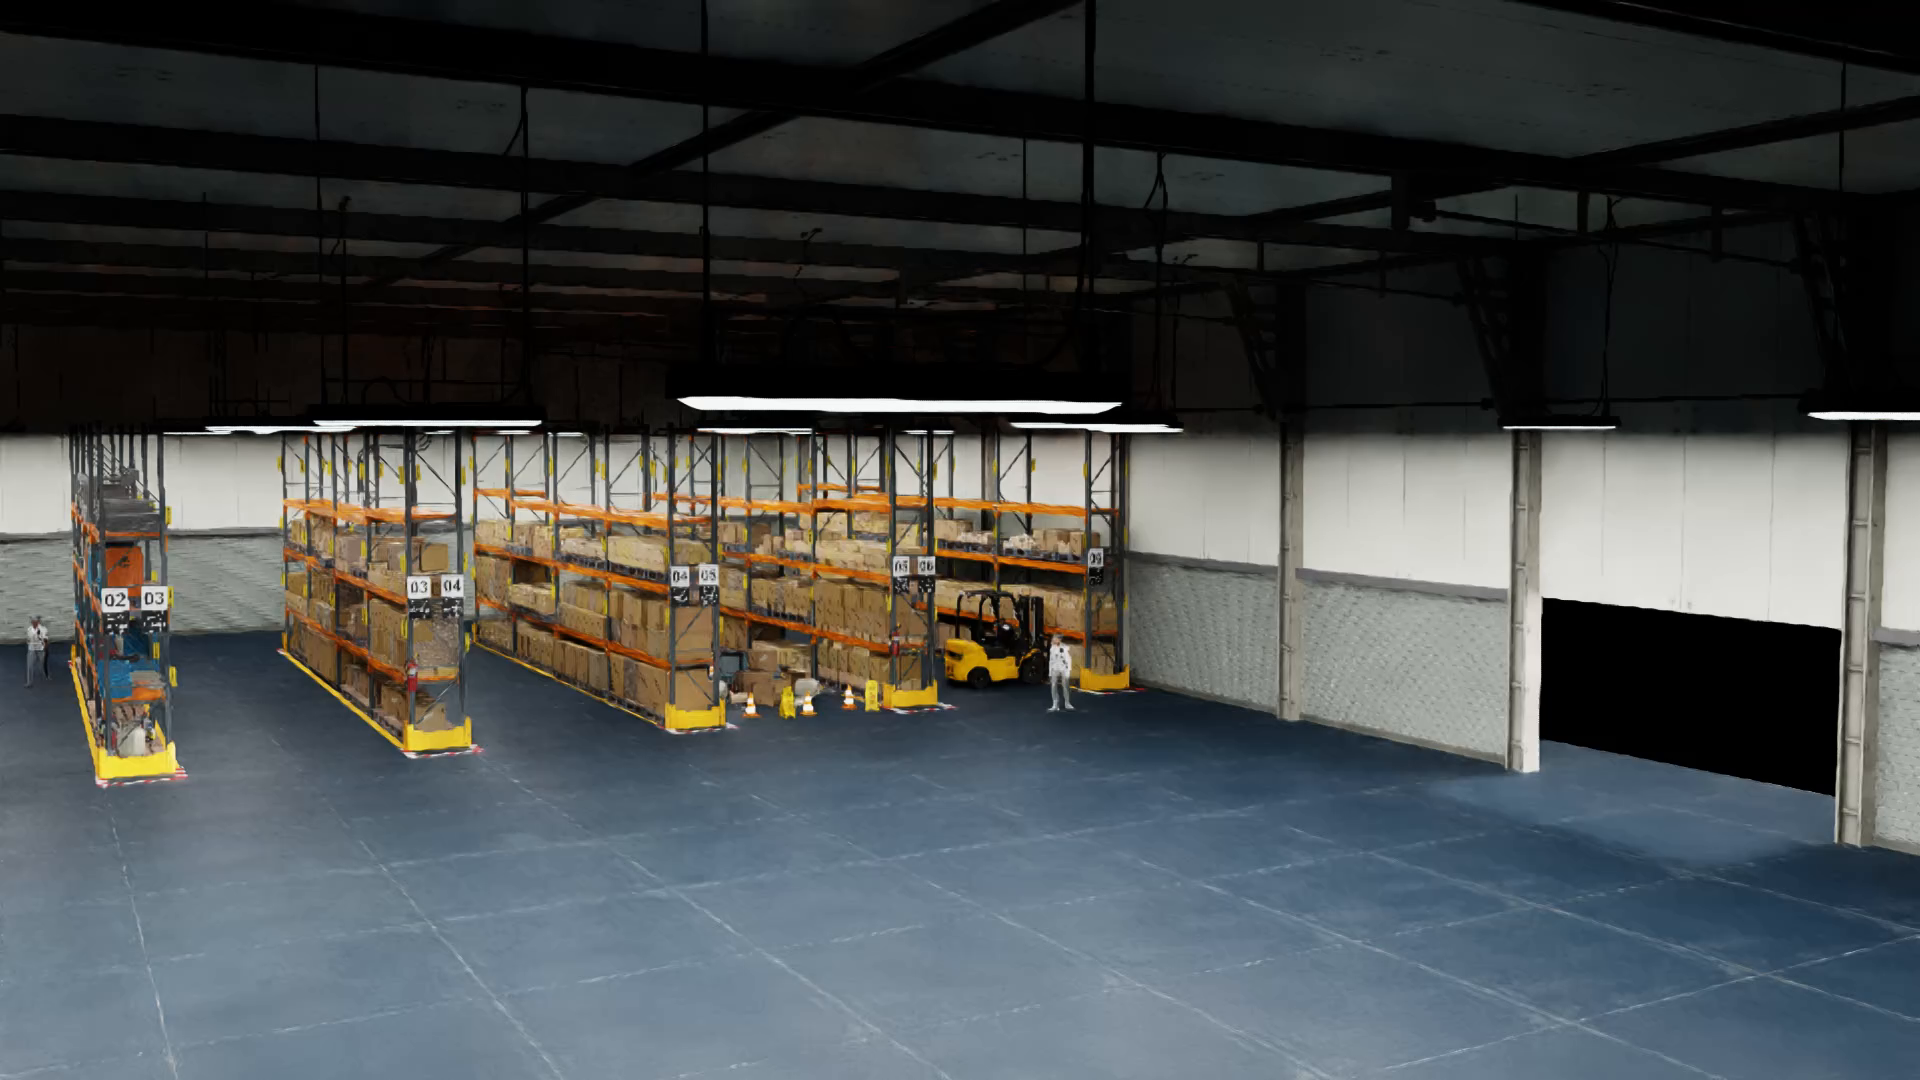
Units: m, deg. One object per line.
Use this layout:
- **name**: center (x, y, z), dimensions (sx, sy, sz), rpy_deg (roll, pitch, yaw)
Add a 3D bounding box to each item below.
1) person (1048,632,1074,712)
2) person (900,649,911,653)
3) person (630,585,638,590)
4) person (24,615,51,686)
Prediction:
- **person**: center (2.108, 2.743, 34.876), dimensions (0.520, 1.667, 0.550), rpy_deg (2, 4, 25)
- **person**: center (-1.332, 2.393, 39.198), dimensions (0.493, 1.785, 0.616), rpy_deg (0, 4, 1)
- **person**: center (-9.261, 1.957, 47.138), dimensions (0.578, 1.713, 0.715), rpy_deg (-2, 4, -27)
- **person**: center (-21.274, 2.526, 38.388), dimensions (0.469, 1.638, 0.904), rpy_deg (-1, 4, -13)
